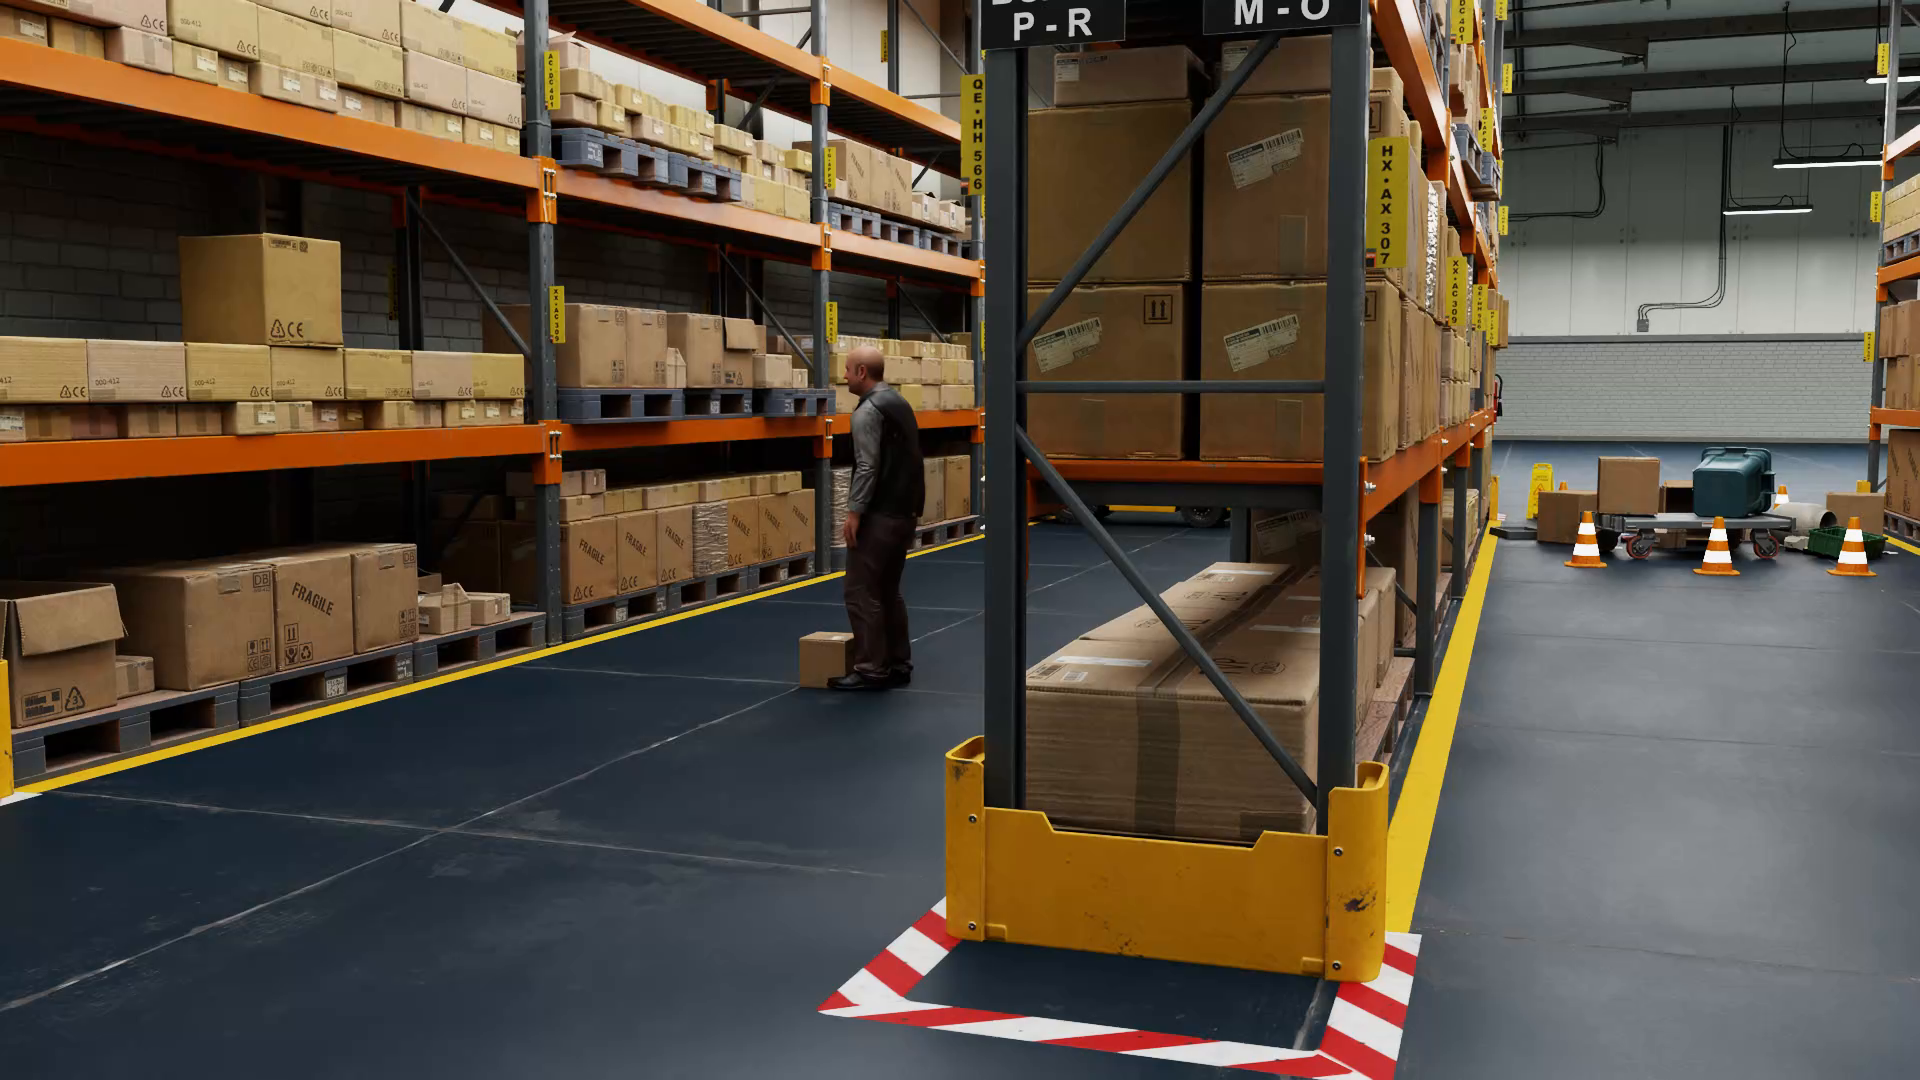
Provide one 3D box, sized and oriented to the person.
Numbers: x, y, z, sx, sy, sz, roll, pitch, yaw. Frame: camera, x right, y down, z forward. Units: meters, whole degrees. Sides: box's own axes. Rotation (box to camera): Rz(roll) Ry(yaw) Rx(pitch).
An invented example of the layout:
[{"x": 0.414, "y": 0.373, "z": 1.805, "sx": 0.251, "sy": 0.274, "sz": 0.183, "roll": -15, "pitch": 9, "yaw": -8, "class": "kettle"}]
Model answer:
[{"x": -0.411, "y": -0.112, "z": 8.356, "sx": 0.460, "sy": 1.722, "sz": 0.580, "roll": 2, "pitch": 5, "yaw": 19, "class": "person"}]
